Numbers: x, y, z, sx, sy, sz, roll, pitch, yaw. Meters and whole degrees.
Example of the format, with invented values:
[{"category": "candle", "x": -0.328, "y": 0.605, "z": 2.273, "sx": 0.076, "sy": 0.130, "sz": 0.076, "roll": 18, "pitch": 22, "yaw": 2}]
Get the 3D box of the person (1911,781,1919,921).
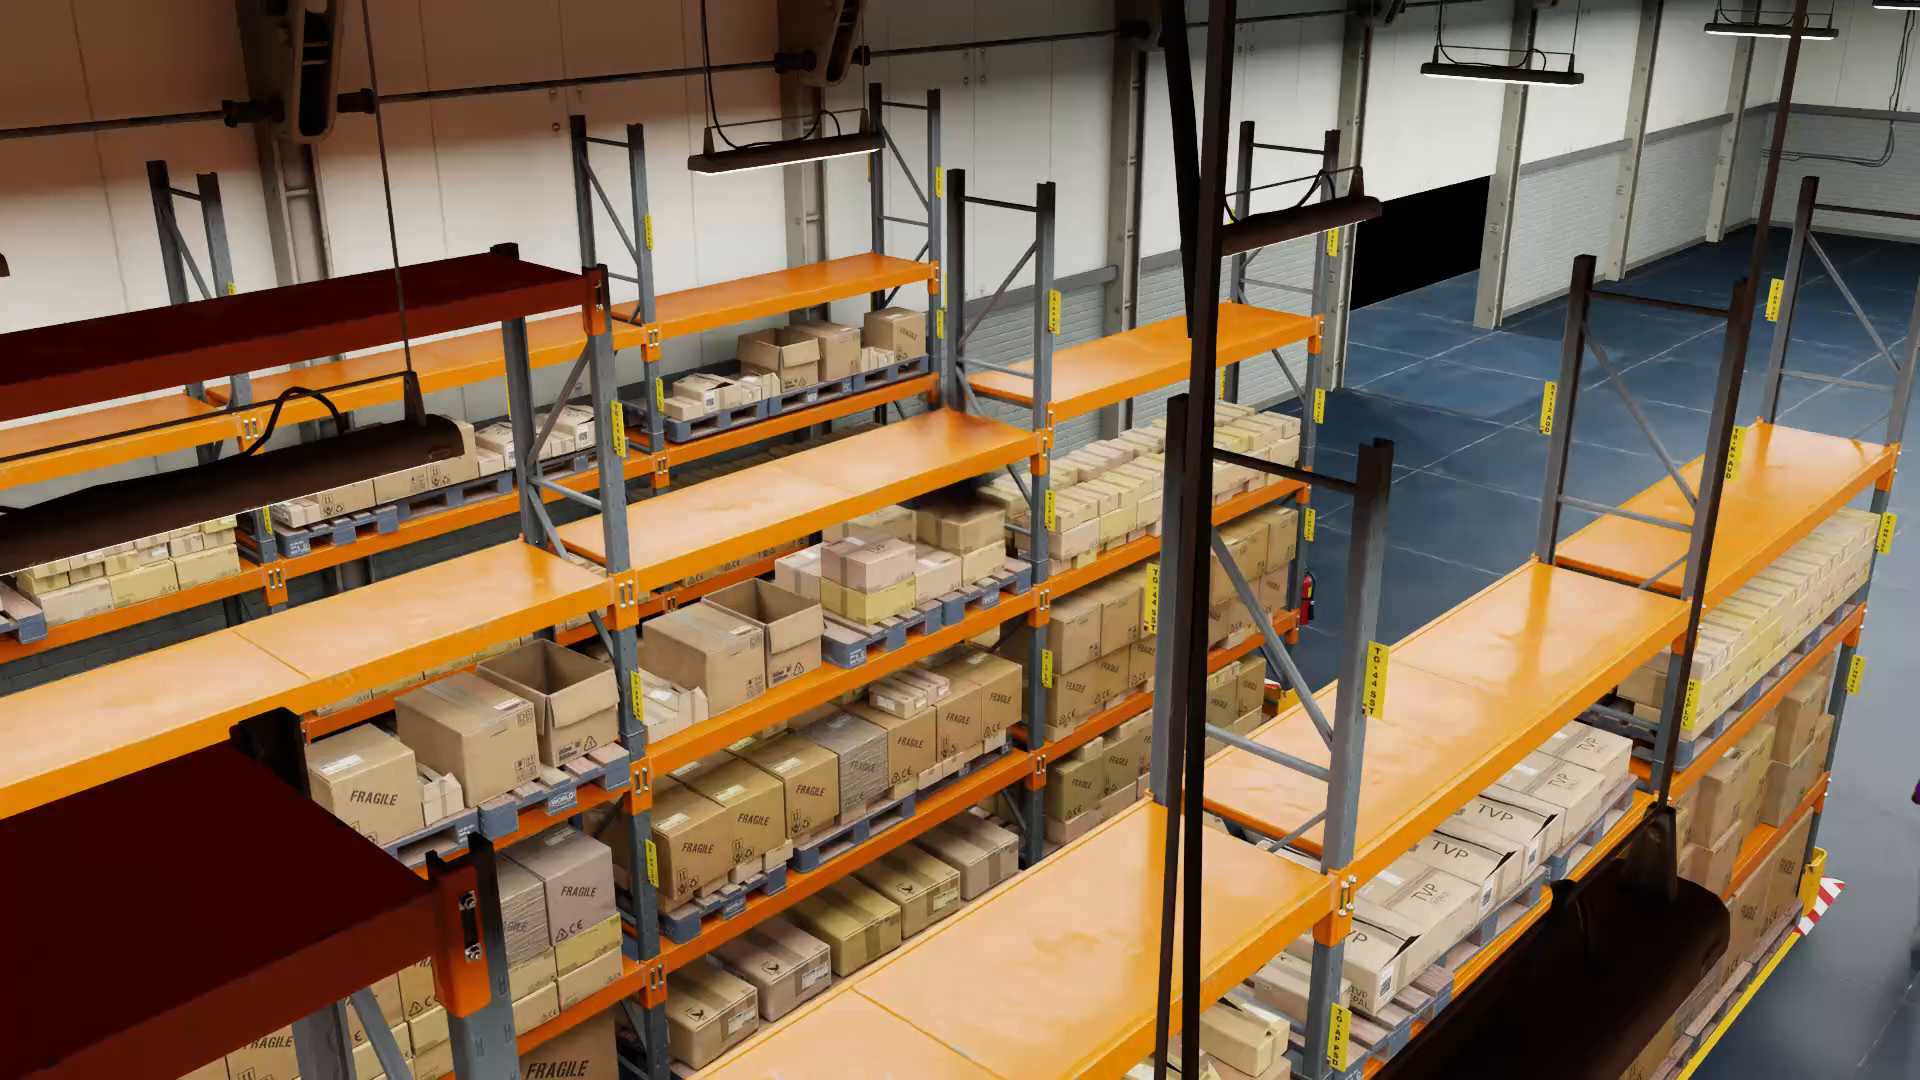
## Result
[{"category": "person", "x": 8.118, "y": 2.381, "z": 13.548, "sx": 0.722, "sy": 1.737, "sz": 0.889, "roll": 11, "pitch": 24, "yaw": 27}]
